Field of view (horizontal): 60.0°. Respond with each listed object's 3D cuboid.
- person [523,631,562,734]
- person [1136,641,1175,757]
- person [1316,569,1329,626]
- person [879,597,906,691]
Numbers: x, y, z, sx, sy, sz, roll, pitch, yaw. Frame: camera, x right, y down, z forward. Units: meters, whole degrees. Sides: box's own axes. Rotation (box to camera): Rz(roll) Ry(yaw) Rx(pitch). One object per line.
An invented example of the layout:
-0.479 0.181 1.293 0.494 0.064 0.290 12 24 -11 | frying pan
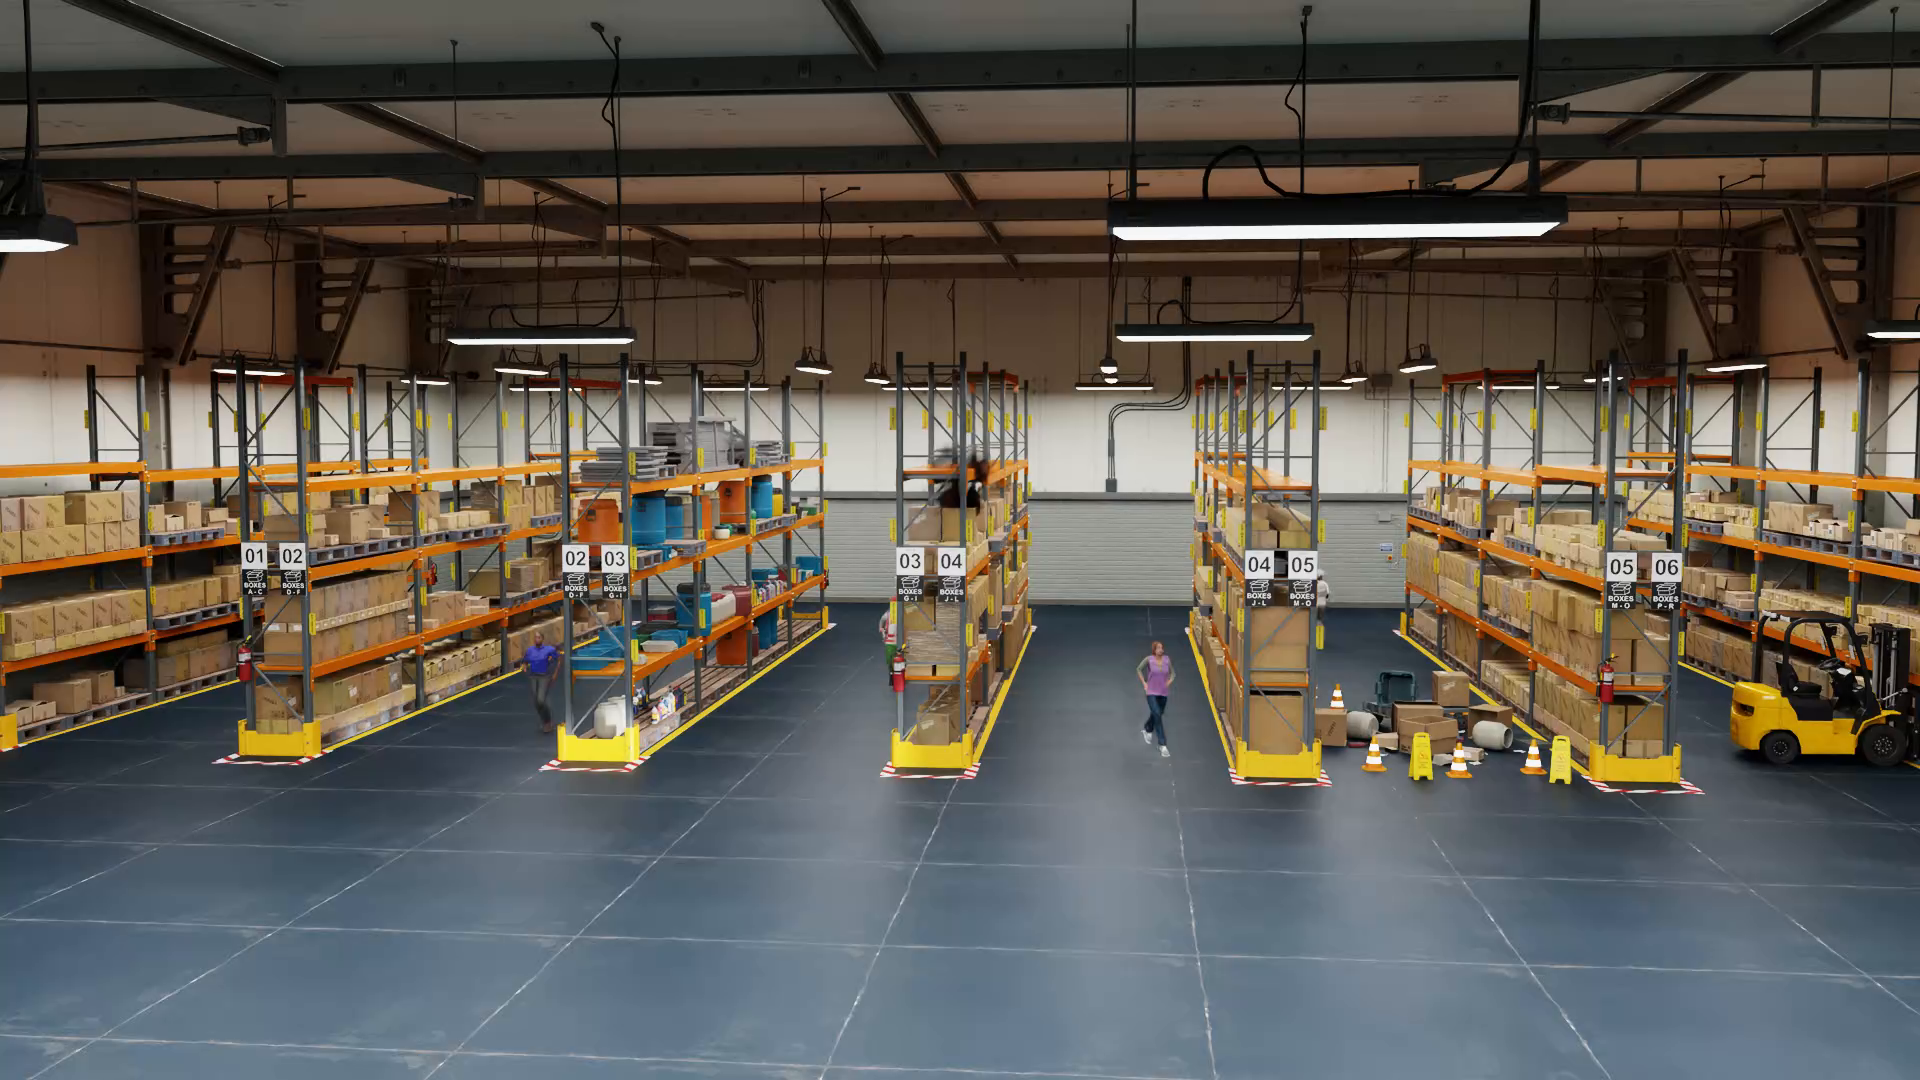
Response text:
-6.767 2.293 26.761 0.578 1.670 0.667 1 4 12 | person
2.861 2.246 24.012 0.506 1.604 0.958 -1 4 -20 | person
8.104 1.477 37.876 0.565 1.656 0.554 -1 4 -12 | person
-1.188 1.935 30.737 0.644 1.741 0.578 0 4 2 | person
